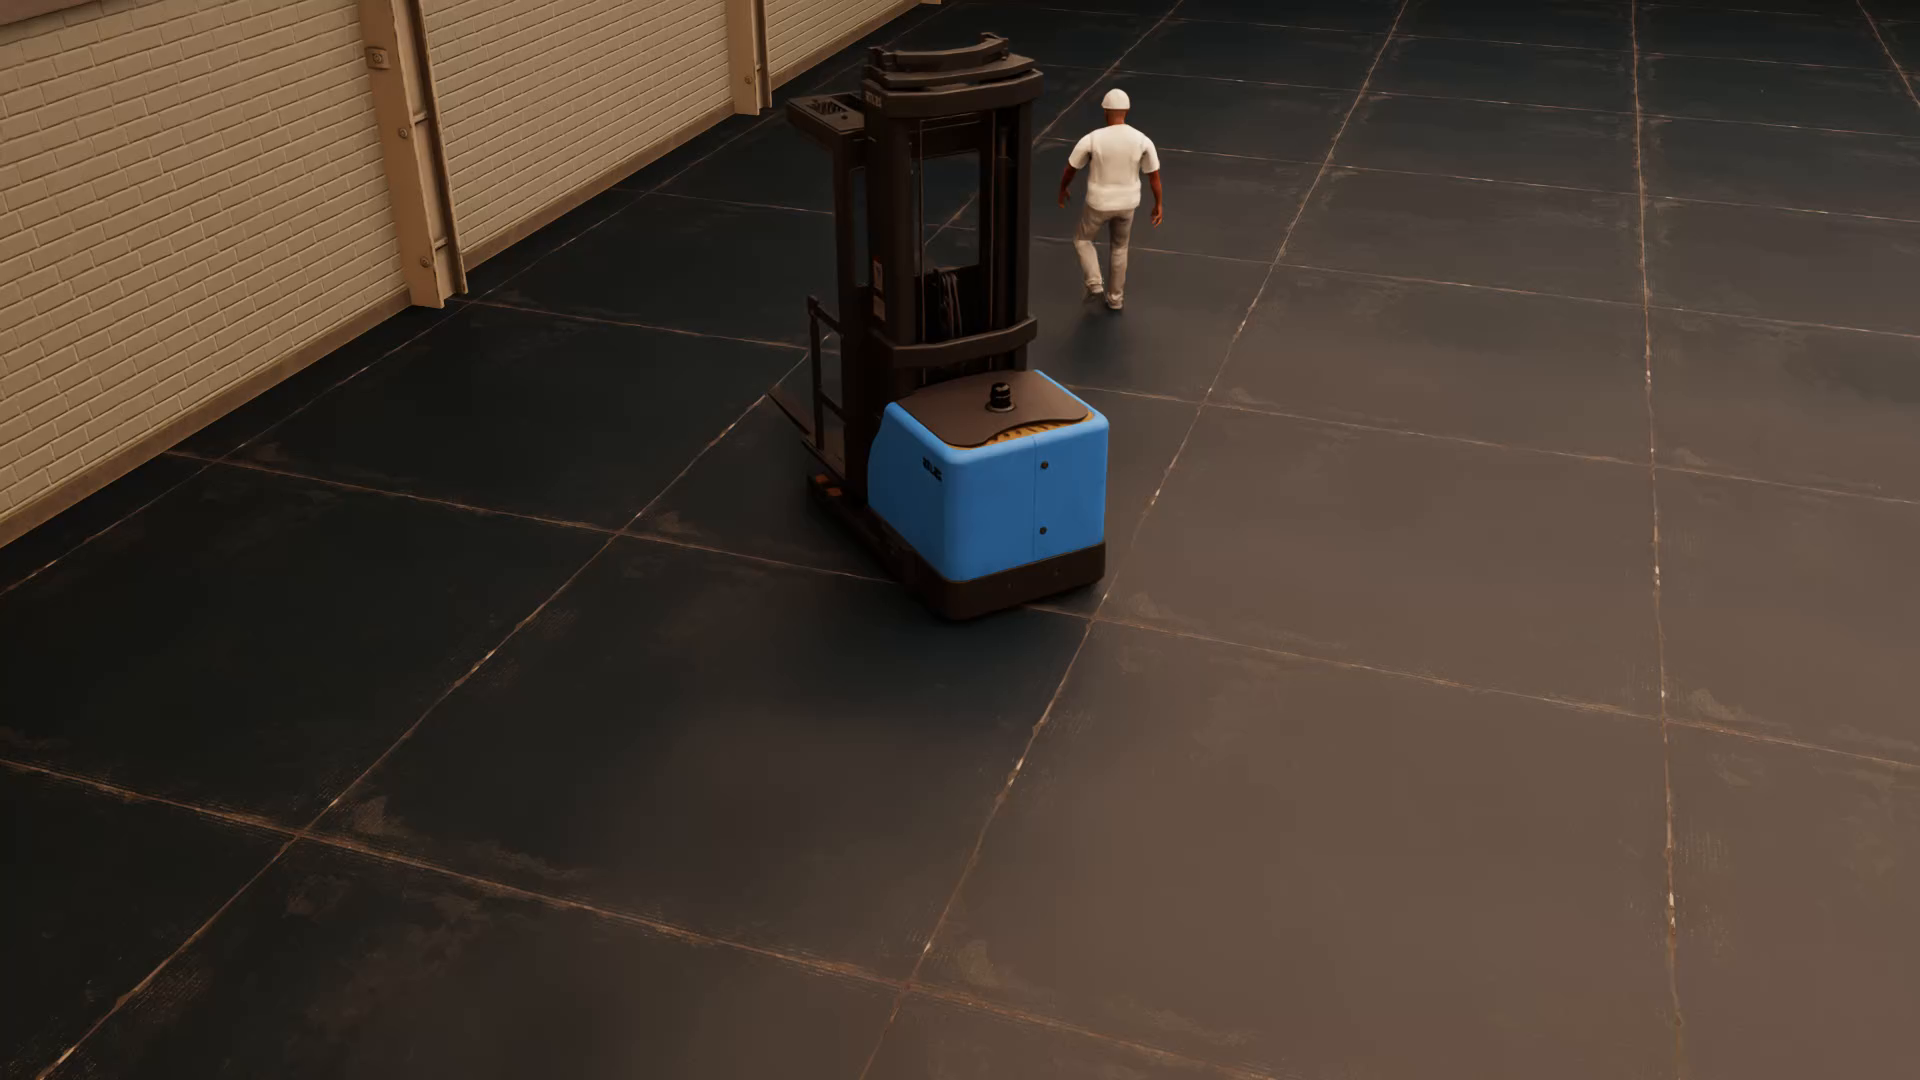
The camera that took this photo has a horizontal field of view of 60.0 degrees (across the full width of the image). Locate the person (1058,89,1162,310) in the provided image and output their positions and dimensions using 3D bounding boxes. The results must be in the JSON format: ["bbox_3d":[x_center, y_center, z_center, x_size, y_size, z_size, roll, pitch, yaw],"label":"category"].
[{"bbox_3d":[1.172,-2.627,12.943,0.771,1.746,0.489,-4,30,-7],"label":"person"}]

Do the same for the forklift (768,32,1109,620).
[{"bbox_3d":[-0.311,-1.534,9.827,1.130,2.935,3.031,-15,33,-24],"label":"forklift"}]
